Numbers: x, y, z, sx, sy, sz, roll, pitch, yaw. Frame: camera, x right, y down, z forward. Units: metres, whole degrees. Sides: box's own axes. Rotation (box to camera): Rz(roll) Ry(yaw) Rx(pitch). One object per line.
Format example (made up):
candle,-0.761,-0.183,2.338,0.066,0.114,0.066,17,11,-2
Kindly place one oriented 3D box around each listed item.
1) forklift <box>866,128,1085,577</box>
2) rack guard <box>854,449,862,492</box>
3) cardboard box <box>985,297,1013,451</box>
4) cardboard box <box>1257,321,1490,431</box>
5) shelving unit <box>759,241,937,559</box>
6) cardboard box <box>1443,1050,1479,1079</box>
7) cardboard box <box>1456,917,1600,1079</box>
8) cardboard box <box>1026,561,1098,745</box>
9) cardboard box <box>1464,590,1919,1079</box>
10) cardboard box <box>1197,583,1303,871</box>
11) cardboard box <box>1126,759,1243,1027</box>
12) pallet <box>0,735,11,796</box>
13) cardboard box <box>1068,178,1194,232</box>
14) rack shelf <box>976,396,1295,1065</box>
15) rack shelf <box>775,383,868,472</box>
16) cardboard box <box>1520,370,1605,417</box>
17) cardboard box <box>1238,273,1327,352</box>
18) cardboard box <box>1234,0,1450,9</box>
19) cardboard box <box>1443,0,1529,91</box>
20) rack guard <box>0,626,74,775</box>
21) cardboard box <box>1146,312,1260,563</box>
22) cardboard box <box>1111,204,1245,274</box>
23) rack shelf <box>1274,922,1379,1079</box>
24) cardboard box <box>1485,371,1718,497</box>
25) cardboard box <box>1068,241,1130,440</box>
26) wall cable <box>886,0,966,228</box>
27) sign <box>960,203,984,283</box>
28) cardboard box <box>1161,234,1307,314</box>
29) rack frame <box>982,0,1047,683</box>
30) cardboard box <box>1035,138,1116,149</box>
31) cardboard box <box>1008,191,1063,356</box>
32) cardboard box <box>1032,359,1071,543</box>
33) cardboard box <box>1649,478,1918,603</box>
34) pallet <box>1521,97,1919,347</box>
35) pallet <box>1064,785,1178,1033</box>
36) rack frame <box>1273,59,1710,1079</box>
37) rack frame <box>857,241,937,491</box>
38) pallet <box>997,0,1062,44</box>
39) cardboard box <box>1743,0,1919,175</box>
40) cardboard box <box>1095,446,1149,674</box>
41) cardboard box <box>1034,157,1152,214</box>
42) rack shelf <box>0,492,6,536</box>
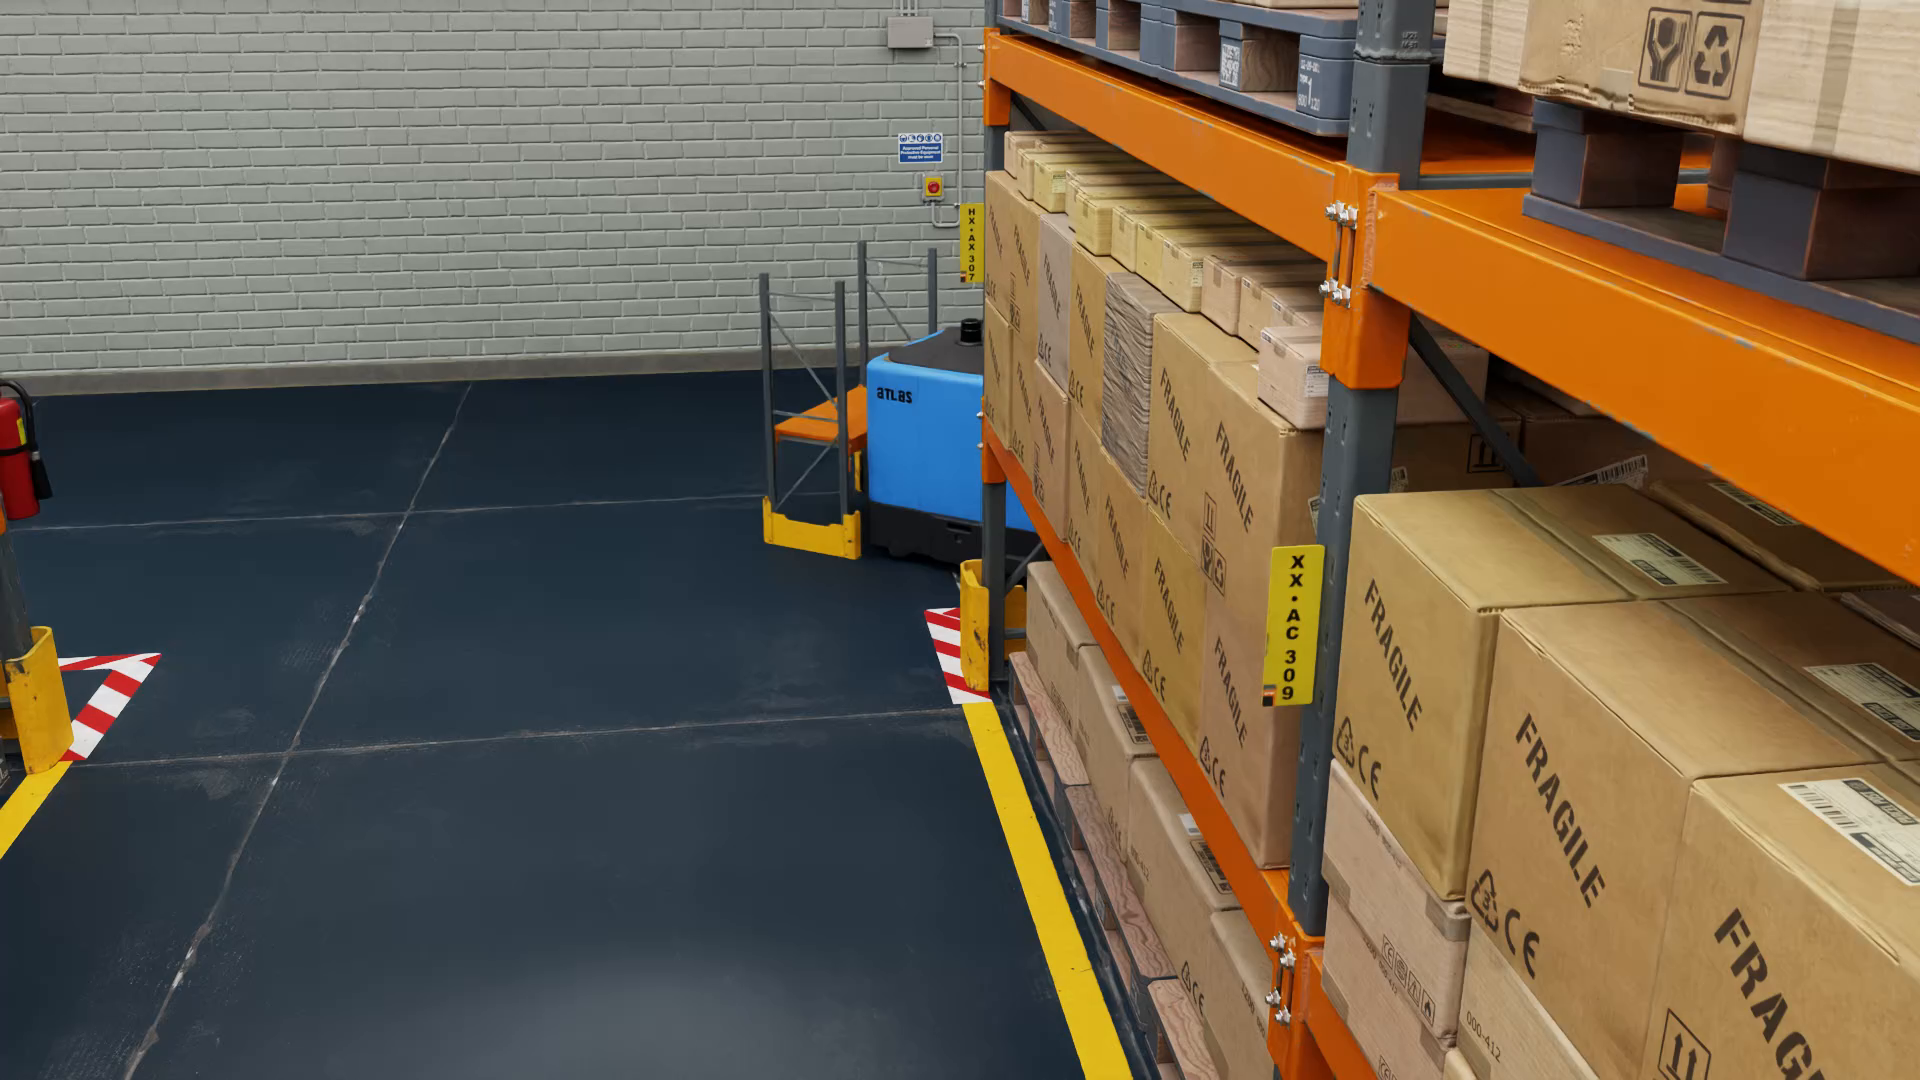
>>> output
forklift,1.034,-1.200,8.240,3.031,2.935,1.130,11,23,27
rack guard,-0.359,-0.381,9.880,0.587,0.250,0.087,10,23,25
cardboard box,0.385,-0.673,6.587,0.500,0.500,0.500,-3,21,-8
cardboard box,0.817,-0.331,3.317,0.380,0.149,0.250,-3,21,-9
shelving unit,-0.584,-0.811,9.245,0.587,1.500,1.083,10,23,25
cardboard box,1.055,0.993,2.484,0.500,0.250,0.500,-3,21,-9
cardboard box,1.064,0.760,2.394,0.500,0.250,0.500,-3,21,-7
cardboard box,0.794,0.420,6.865,0.875,0.438,0.875,-4,21,-10
cardboard box,1.056,0.405,2.274,0.500,0.500,0.500,-3,21,-8
cardboard box,0.857,0.384,3.758,0.500,0.500,0.500,-3,21,-7
cardboard box,1.063,1.049,5.182,0.875,0.438,0.875,-4,21,-9
pallet,-4.191,1.094,5.986,1.003,0.211,1.213,-3,21,-8
cardboard box,0.550,-1.039,5.212,0.380,0.149,0.250,-3,21,-7
rack shelf,0.888,0.223,5.360,1.077,0.370,4.000,-3,21,-8
rack shelf,-0.588,-0.640,9.300,0.538,0.185,1.000,10,23,25
cardboard box,1.388,-0.363,3.402,0.380,0.149,0.250,-3,21,-9
cardboard box,0.860,-0.515,3.809,0.380,0.149,0.250,-3,21,-8
cardboard box,0.768,-1.212,3.337,0.396,0.266,0.258,-2,21,-6
cardboard box,0.902,-0.770,2.295,0.396,0.266,0.258,-3,21,-8
rack guard,-4.273,0.675,6.693,1.175,0.500,0.348,-3,21,-8
cardboard box,0.770,-0.262,4.060,0.500,0.500,0.500,-3,21,-9
cardboard box,0.645,-0.861,4.737,0.380,0.149,0.250,-3,21,-8
rack shelf,1.465,1.608,1.652,1.077,0.370,4.000,-3,21,-8
cardboard box,1.348,-0.114,3.662,0.500,0.500,0.500,-3,21,-7
cardboard box,0.623,-0.612,4.996,0.500,0.500,0.500,-3,21,-8
wall cable,-0.236,-3.248,12.129,0.585,1.953,0.123,-3,21,-8
sign,0.050,-1.223,6.854,0.100,0.325,0.005,-3,21,-8
cardboard box,0.734,-0.687,4.268,0.380,0.149,0.250,-3,21,-8
rack frame,0.600,-0.807,7.089,1.000,3.000,0.127,-3,21,-8
cardboard box,0.486,-1.402,6.183,0.380,0.149,0.250,-2,21,-6
cardboard box,0.469,-0.963,5.935,0.500,0.500,0.500,-3,21,-9
cardboard box,0.541,-0.322,5.648,0.500,0.500,0.500,-3,21,-8
cardboard box,1.490,0.205,2.808,0.500,0.500,0.500,-2,21,-6
pallet,1.358,-0.422,2.046,0.805,0.209,1.217,-4,21,-10
pallet,0.965,1.194,5.717,1.003,0.211,1.213,-3,21,-8
rack frame,1.177,0.578,3.381,1.000,3.000,0.127,-3,21,-8
rack frame,-0.358,-0.967,9.662,0.500,1.500,0.032,10,23,25
pallet,0.717,-1.914,5.893,1.003,0.211,1.213,-3,21,-8
cardboard box,1.013,-0.458,1.603,0.380,0.166,0.250,-4,21,-11
cardboard box,0.690,0.033,4.699,0.500,0.500,0.500,-3,21,-9
cardboard box,0.465,-1.216,5.685,0.380,0.149,0.250,-4,21,-10
rack shelf,-3.995,0.508,4.598,1.077,0.370,4.000,-3,21,-8
